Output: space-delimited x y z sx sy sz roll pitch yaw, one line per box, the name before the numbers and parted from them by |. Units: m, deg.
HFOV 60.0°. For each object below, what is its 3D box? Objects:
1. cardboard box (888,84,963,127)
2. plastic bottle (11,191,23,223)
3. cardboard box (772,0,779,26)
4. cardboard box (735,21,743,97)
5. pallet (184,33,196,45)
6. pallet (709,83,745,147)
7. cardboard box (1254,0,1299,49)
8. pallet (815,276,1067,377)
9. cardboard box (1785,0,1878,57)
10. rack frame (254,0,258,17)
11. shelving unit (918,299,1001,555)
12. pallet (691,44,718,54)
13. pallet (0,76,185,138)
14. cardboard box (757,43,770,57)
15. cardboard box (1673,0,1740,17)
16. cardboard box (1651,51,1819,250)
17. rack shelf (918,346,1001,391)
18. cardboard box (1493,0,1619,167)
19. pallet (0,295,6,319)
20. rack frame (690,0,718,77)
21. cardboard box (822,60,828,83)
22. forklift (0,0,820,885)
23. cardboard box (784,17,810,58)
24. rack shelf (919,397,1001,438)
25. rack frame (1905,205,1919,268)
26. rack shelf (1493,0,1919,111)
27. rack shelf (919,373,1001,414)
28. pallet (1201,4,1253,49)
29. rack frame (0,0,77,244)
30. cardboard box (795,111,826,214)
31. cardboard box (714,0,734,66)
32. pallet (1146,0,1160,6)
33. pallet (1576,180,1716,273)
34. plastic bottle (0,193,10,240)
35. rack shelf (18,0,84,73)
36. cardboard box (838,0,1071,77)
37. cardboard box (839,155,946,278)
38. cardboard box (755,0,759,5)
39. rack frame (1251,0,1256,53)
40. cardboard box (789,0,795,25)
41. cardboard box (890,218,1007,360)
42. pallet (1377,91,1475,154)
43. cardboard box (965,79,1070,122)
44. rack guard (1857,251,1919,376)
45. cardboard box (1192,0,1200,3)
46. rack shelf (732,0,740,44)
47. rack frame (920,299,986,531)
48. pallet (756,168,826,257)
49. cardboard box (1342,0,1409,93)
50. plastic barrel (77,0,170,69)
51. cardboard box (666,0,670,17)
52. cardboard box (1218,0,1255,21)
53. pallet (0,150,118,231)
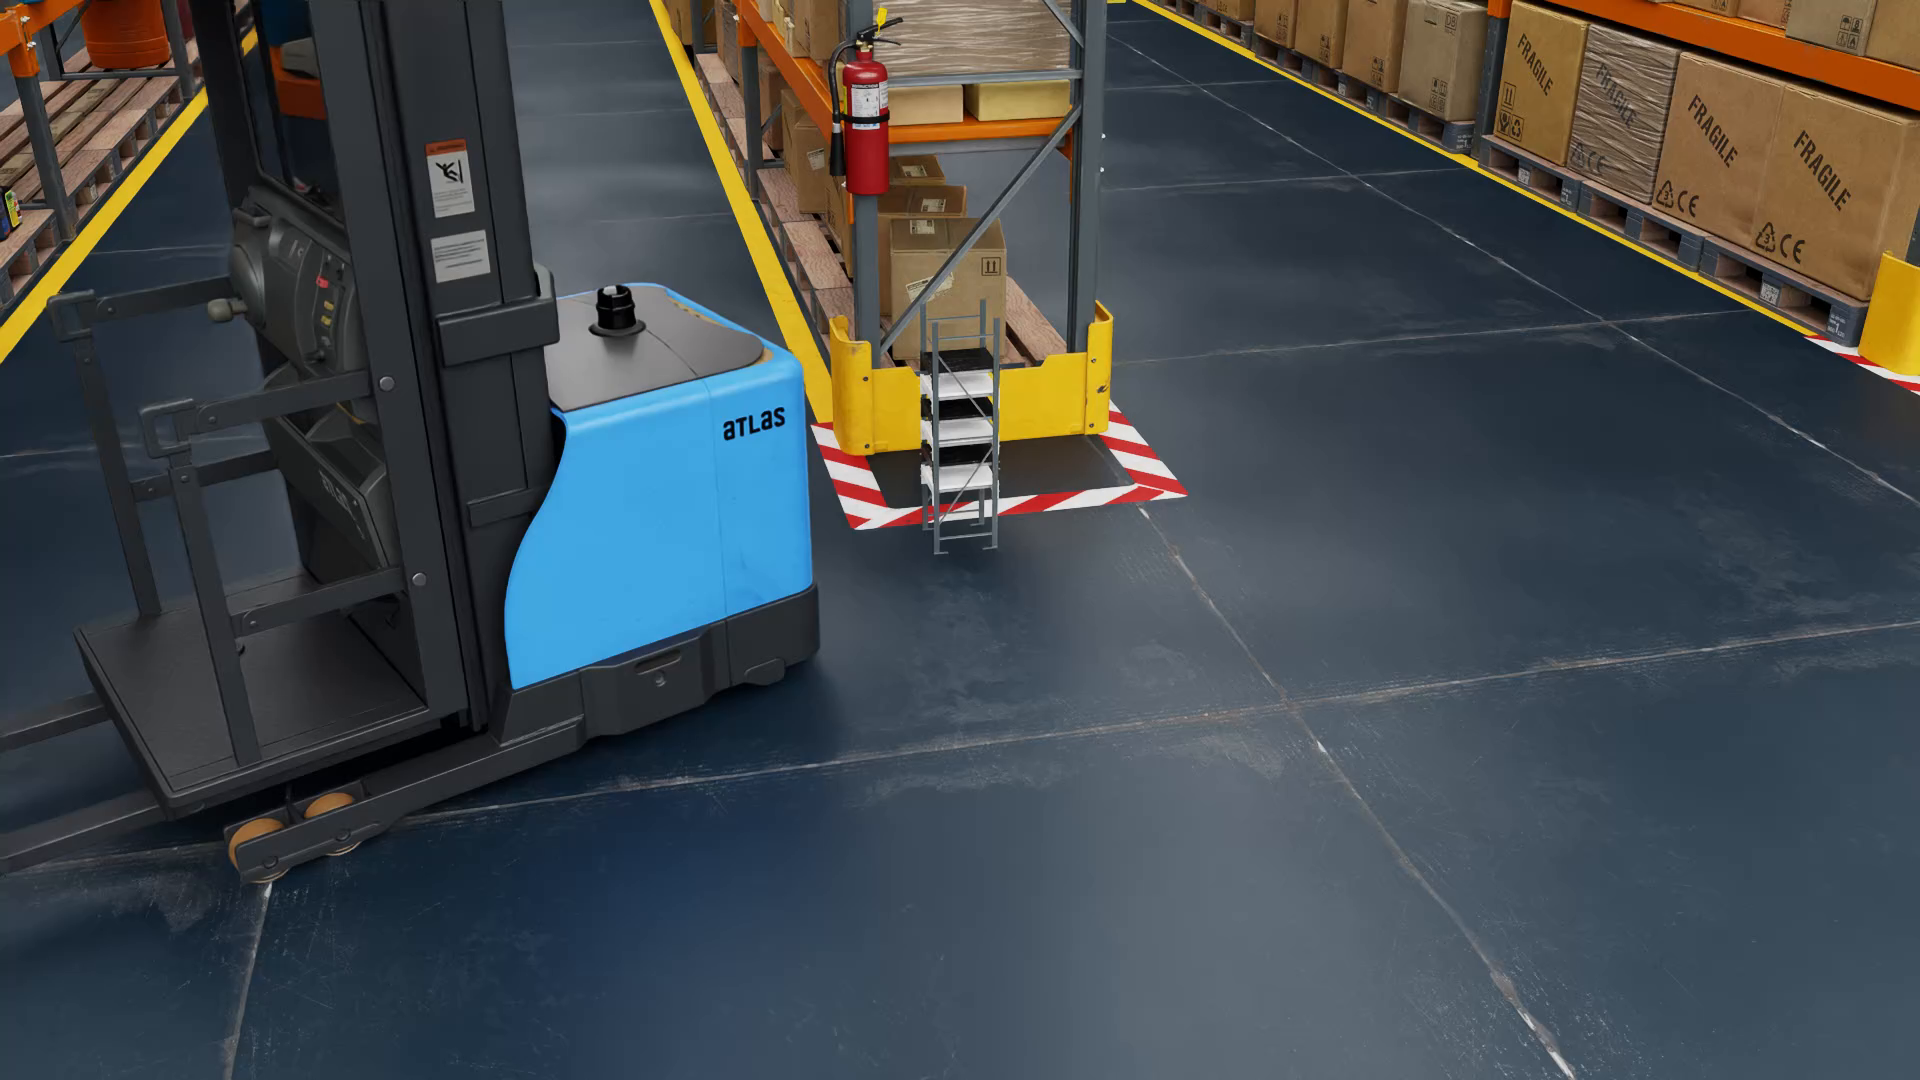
cardboard box | -0.200 -1.779 6.724 0.380 0.149 0.250 -6 27 -12
plastic bottle | -5.276 -1.859 9.222 0.097 0.201 0.097 0 27 0
cardboard box | -0.775 -2.760 8.667 0.380 0.149 0.250 -6 27 -12
cardboard box | -1.295 -3.597 12.333 0.700 0.500 0.500 -4 27 -7
pallet | -7.052 -4.427 14.788 1.003 0.211 1.213 -6 27 -12
pallet | -1.291 -3.176 12.309 1.003 0.211 1.213 -6 27 -12
cardboard box | 3.168 -4.665 14.194 1.050 0.750 0.750 -6 27 -12
pallet | -0.100 -0.936 7.869 1.003 0.211 1.213 -6 27 -12
cardboard box | 4.648 -2.711 8.125 0.875 0.550 0.550 -6 27 -12
rack frame | -7.464 -6.552 15.902 1.000 3.000 0.127 -6 27 -12
shelving unit | -0.002 -0.405 6.054 0.258 0.900 0.210 -6 27 -12
pallet | -1.841 -4.408 14.749 1.003 0.211 1.213 -6 27 -12
pallet | -6.426 -3.207 12.370 1.003 0.211 1.213 -6 27 -12
cardboard box | -1.042 -3.106 11.361 0.700 0.500 0.500 -6 27 -12
cardboard box | 4.484 -3.198 9.090 0.875 0.550 0.500 -6 27 -12
cardboard box | 4.503 -2.162 9.097 0.875 0.875 0.875 -6 27 -12
rack shelf | -0.002 -0.617 5.948 0.258 0.077 0.200 -6 27 -12
cardboard box | 4.093 -2.958 10.673 0.875 0.875 0.875 -6 27 -11
pallet | -5.272 -0.959 7.916 1.003 0.211 1.213 -6 27 -12
rack frame | -1.737 -5.299 13.419 1.000 3.000 0.127 -6 27 -12
cardboard box | -0.403 -2.105 7.369 0.380 0.149 0.250 -6 27 -12
forklift | -1.935 -0.664 4.314 3.031 2.935 1.130 -19 32 -33
cardboard box | -0.640 -2.427 8.008 0.380 0.149 0.250 -6 27 -12
rack shelf | -0.002 -0.456 6.029 0.258 0.077 0.200 -6 27 -12
rack frame | 4.921 -2.246 7.371 1.000 3.000 0.127 -6 27 -12
rack shelf | 4.470 -2.803 9.273 1.077 0.370 4.000 -6 27 -12
rack shelf | -0.002 -0.536 5.988 0.258 0.077 0.200 -6 27 -12
pallet | 2.943 -4.857 15.638 1.003 0.211 1.213 -6 27 -12
rack frame | -5.661 -3.040 8.944 1.000 3.000 0.127 -6 27 -12
cardboard box | -0.648 -2.184 9.556 0.500 0.500 0.500 2 27 5
cardboard box | -1.567 -4.087 13.305 0.700 0.500 0.500 -7 28 -14
pallet | 2.393 -5.928 17.760 1.003 0.211 1.213 -6 27 -12
pallet | 4.393 -1.879 9.738 1.003 0.211 1.213 -6 27 -12
plastic bottle | -5.235 -1.800 8.939 0.144 0.351 0.185 -7 28 -13
rack shelf | -6.112 -3.597 10.846 1.077 0.370 4.000 -6 27 -12
cardboard box | -0.031 -2.209 6.856 0.875 0.500 0.500 -6 27 -12
cardboard box | -0.349 -1.670 8.538 0.500 0.500 0.500 -3 27 -7
cardboard box | -0.953 -3.088 9.318 0.380 0.149 0.250 -6 27 -12
rack frame | 3.118 -5.758 14.329 1.000 3.000 0.127 -6 27 -12
cardboard box | -0.332 -2.640 7.710 0.875 0.500 0.500 -6 27 -12
cardboard box | -0.059 -1.134 7.476 0.500 0.500 0.500 -1 27 -2
pallet | 3.772 -3.088 12.135 1.003 0.211 1.213 -6 27 -12
cardboard box | 0.234 -1.824 6.814 0.380 0.149 0.250 -6 27 -12
rack guard | 4.926 -1.120 7.914 1.175 0.500 0.348 -6 27 -12
cardboard box | 2.467 -5.551 16.227 0.500 0.500 0.500 -7 28 -14
rack shelf | -1.286 -4.100 11.842 1.077 0.370 4.000 -6 27 -12
rack frame | -0.025 -0.450 6.143 0.240 0.900 0.006 -6 27 -12
pallet | -0.650 -2.007 9.992 1.003 0.211 1.213 -6 27 -12
cardboard box | 3.578 -3.873 12.624 1.050 0.750 0.750 -6 27 -12
plastic barrel | -6.690 -4.228 13.239 0.600 0.830 0.708 -6 27 -12
cardboard box | -2.066 -5.235 15.185 1.225 0.875 0.875 -6 27 -11
cardboard box | 2.715 -5.092 15.318 0.500 0.500 0.500 -6 27 -12
pallet | -5.876 -2.136 10.247 1.003 0.211 1.213 -6 27 -12
